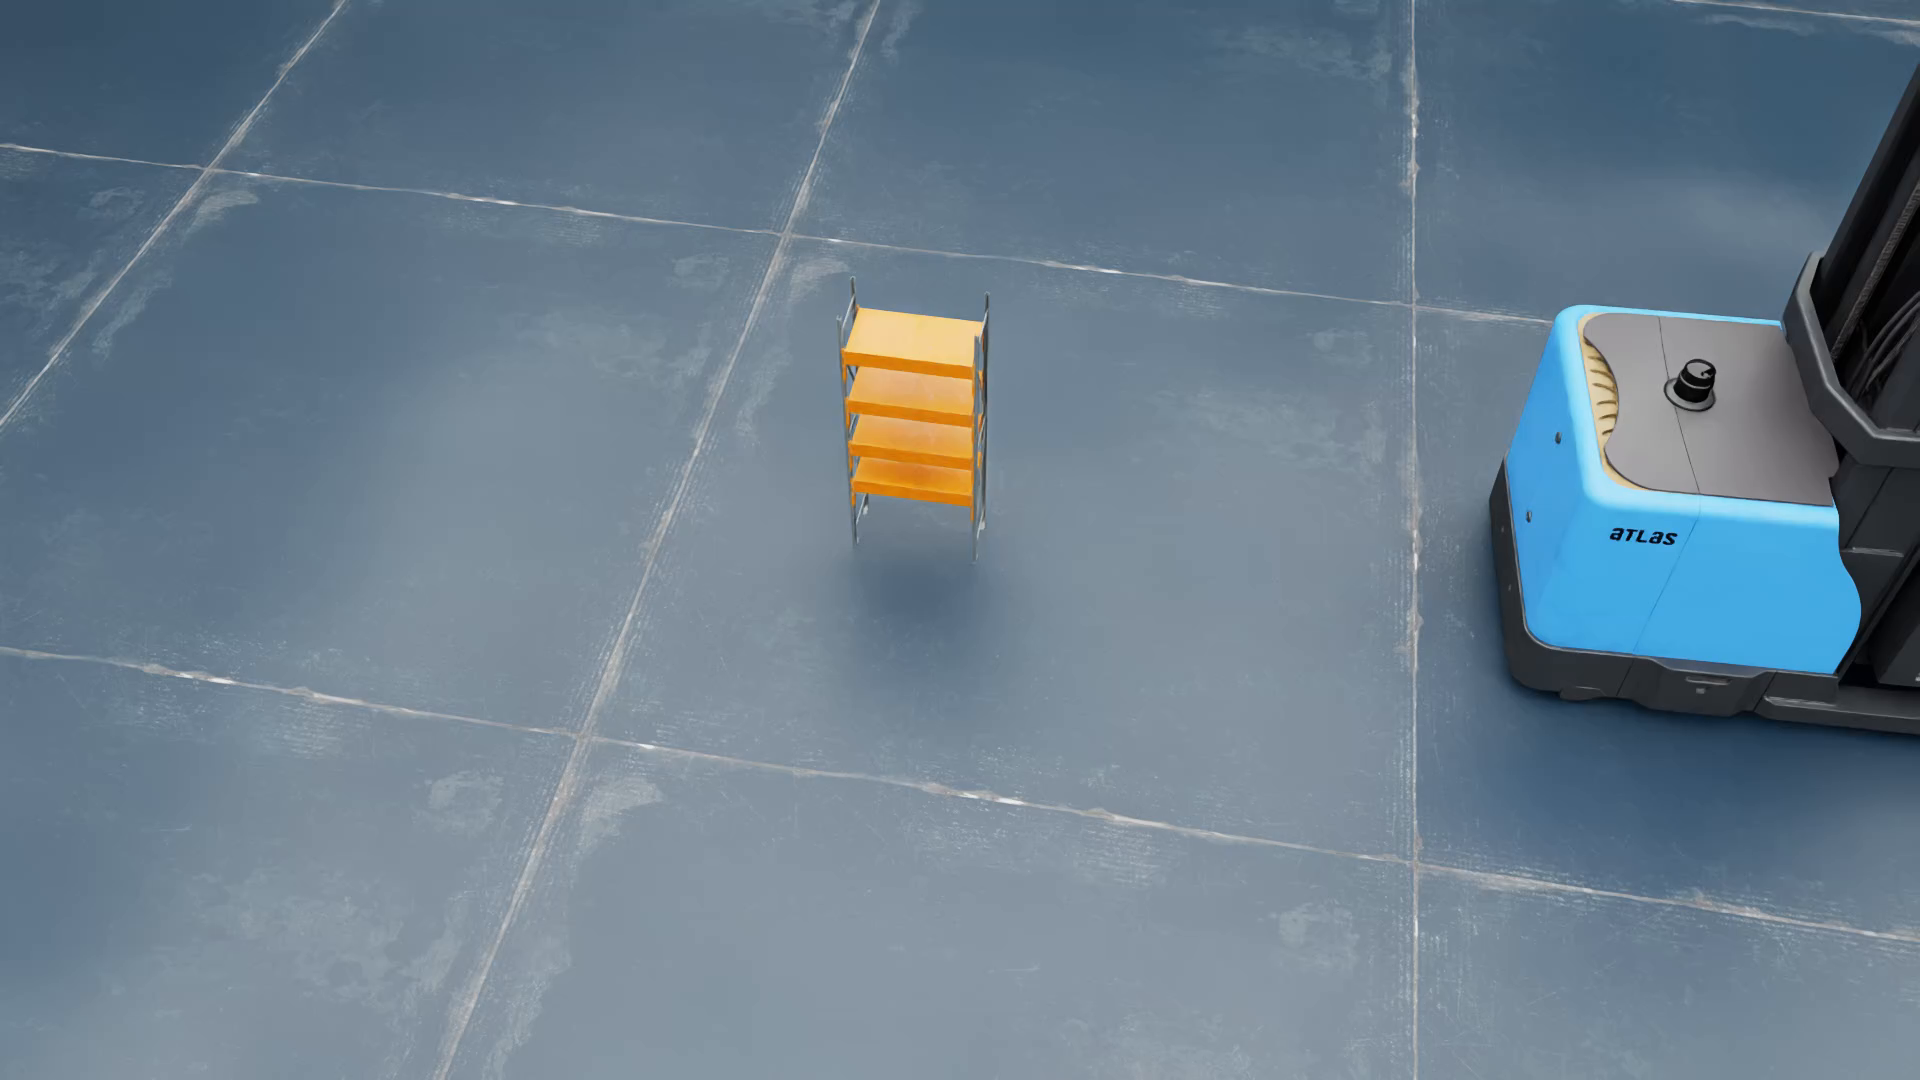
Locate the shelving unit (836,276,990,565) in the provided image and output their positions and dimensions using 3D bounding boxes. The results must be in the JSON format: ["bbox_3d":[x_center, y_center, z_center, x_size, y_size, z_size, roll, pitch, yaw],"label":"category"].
[{"bbox_3d":[-0.163,-0.423,6.295,0.503,1.200,0.258,8,49,7],"label":"shelving unit"}]

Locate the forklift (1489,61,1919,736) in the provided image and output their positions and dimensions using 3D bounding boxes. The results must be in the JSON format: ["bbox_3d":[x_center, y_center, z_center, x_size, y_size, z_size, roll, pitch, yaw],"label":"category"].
[{"bbox_3d":[3.600,-0.631,5.318,3.031,2.935,1.130,6,48,5],"label":"forklift"}]

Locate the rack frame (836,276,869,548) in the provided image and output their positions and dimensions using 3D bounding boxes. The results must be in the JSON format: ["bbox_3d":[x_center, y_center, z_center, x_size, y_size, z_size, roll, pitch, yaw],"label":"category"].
[{"bbox_3d":[-0.403,-0.455,6.324,0.015,1.200,0.240,8,49,7],"label":"rack frame"}]

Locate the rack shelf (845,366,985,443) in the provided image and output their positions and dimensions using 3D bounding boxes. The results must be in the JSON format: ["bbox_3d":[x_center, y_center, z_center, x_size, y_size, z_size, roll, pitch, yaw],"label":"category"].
[{"bbox_3d":[-0.163,-0.527,6.179,0.480,0.148,0.258,8,49,7],"label":"rack shelf"}]

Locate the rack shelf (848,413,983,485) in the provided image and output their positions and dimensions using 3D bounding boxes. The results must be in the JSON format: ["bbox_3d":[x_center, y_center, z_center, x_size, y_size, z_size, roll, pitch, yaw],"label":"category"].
[{"bbox_3d":[-0.163,-0.378,6.345,0.480,0.148,0.258,8,49,7],"label":"rack shelf"}]

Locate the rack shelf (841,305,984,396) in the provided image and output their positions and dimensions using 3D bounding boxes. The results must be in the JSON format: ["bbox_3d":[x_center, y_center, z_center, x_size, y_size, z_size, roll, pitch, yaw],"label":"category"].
[{"bbox_3d":[-0.163,-0.686,6.003,0.480,0.148,0.258,8,49,7],"label":"rack shelf"}]

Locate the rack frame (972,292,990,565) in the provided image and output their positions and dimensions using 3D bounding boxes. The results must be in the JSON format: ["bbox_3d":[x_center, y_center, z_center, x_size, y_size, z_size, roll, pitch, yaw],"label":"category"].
[{"bbox_3d":[0.077,-0.391,6.266,0.015,1.200,0.240,8,49,7],"label":"rack frame"}]

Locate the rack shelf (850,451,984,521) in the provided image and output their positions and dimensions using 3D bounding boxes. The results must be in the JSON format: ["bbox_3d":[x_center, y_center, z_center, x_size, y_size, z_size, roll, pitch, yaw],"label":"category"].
[{"bbox_3d":[-0.163,-0.245,6.493,0.480,0.148,0.258,8,49,7],"label":"rack shelf"}]
